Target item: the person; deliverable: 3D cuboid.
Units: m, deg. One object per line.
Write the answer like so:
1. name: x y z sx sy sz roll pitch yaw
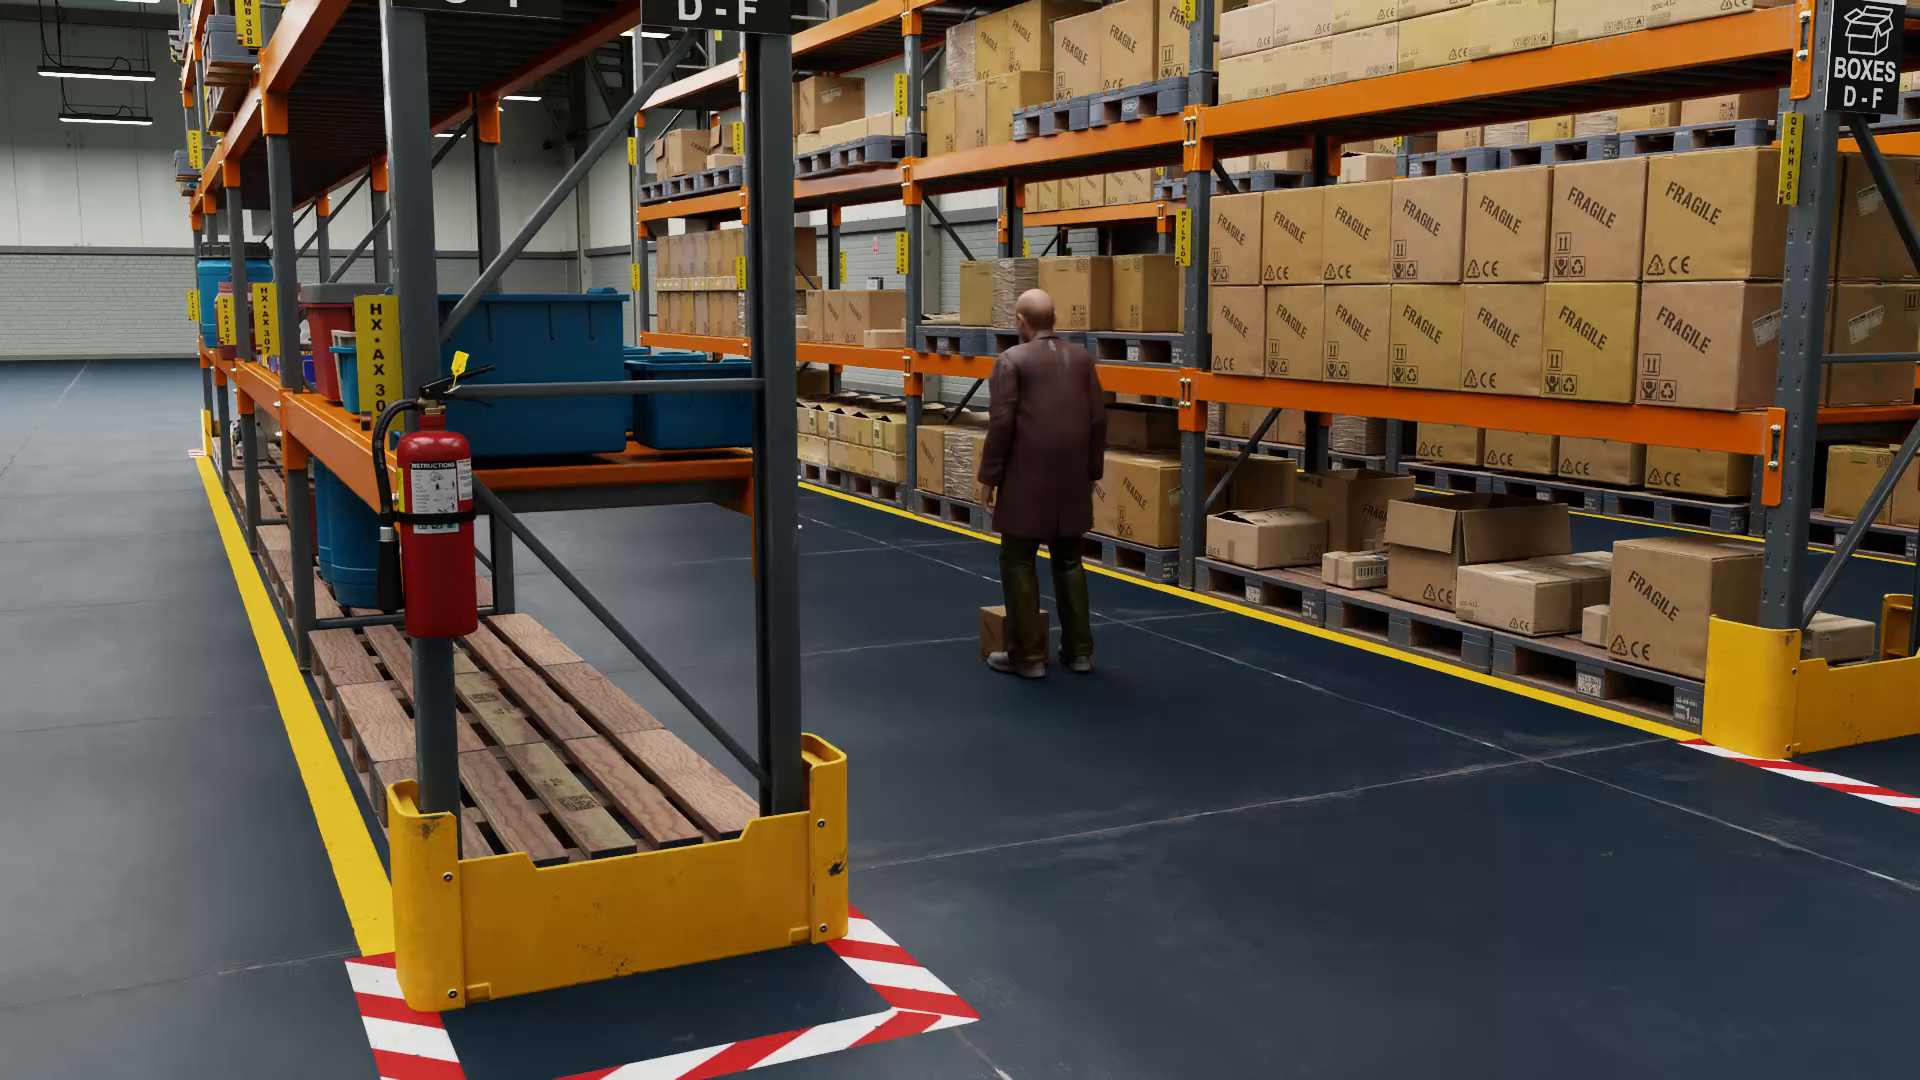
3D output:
1. person: 0.380 -0.265 7.691 0.644 1.774 0.424 -4 9 -25
